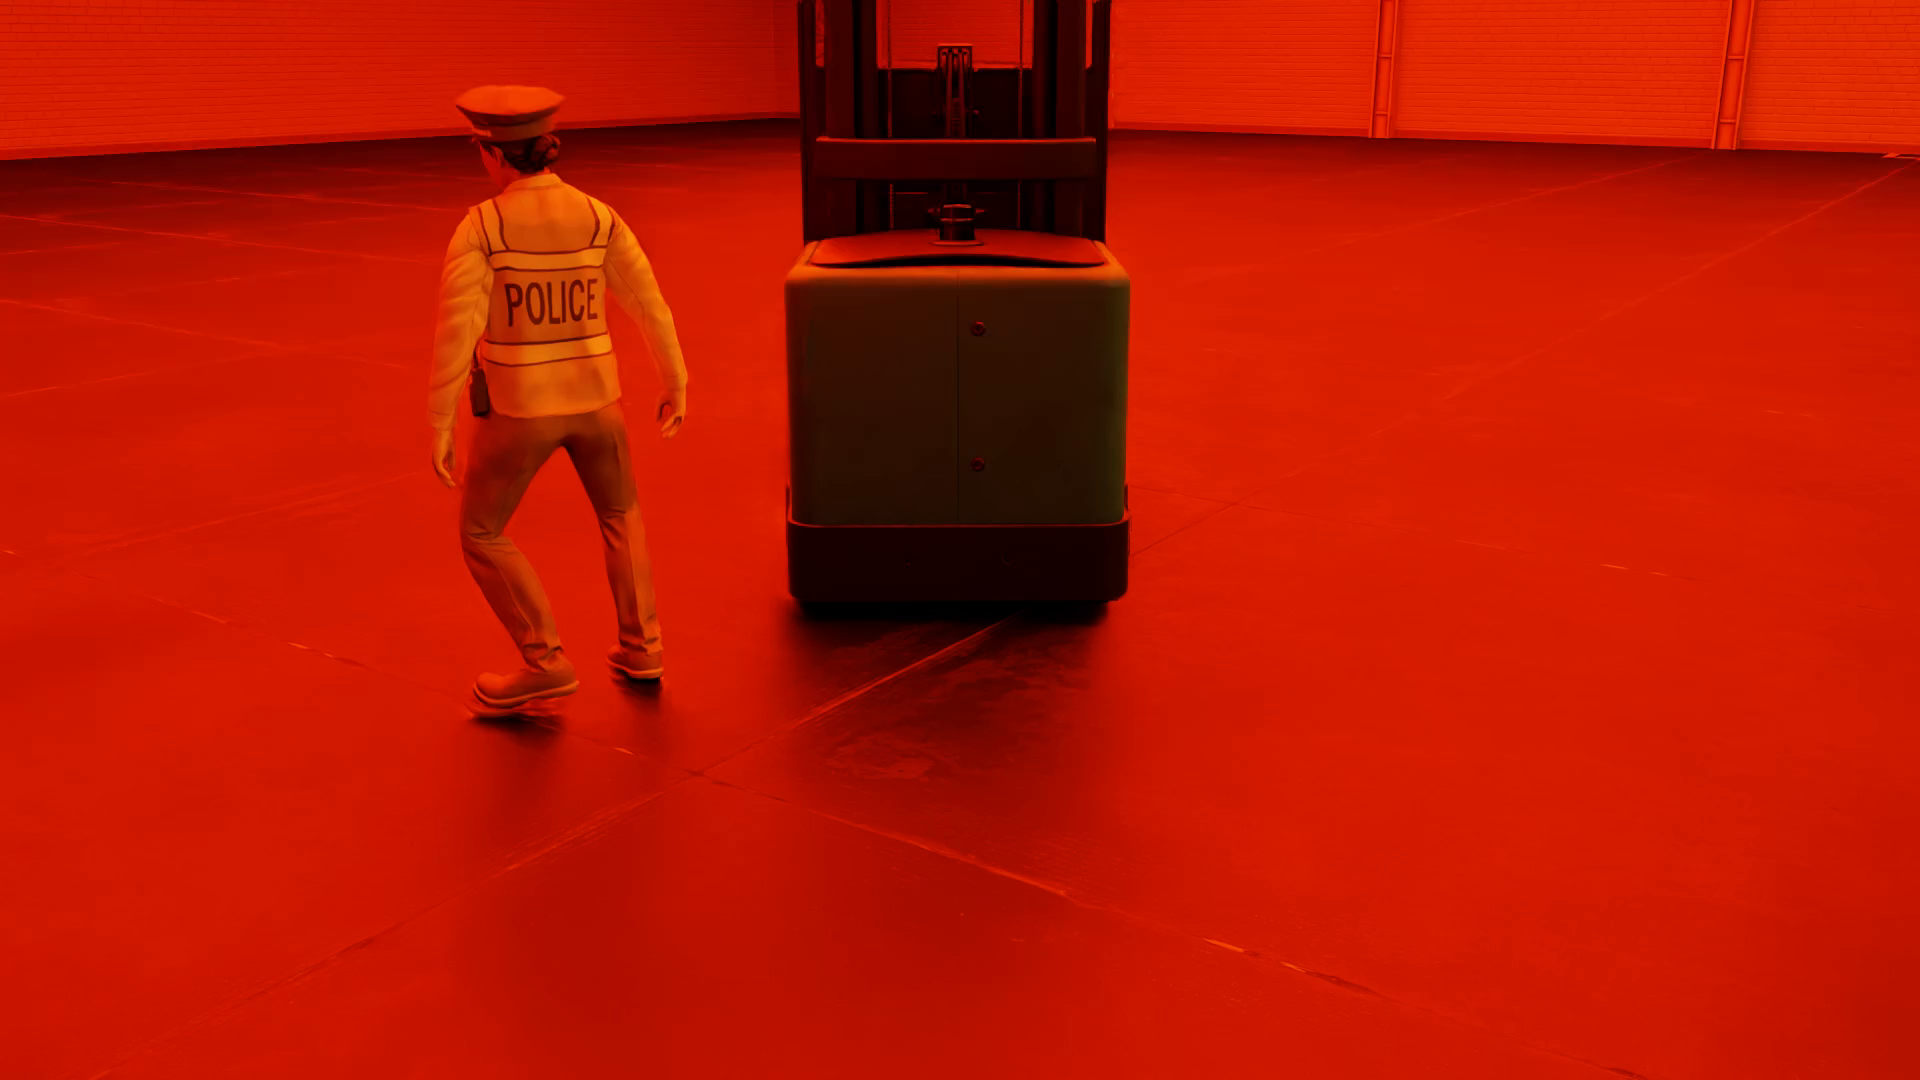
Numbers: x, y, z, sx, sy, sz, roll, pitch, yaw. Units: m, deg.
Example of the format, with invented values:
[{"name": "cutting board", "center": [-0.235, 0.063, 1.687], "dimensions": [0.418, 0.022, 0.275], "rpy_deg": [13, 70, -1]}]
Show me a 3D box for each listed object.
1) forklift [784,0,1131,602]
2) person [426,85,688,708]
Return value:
[{"name": "forklift", "center": [-0.025, -1.582, 6.122], "dimensions": [1.130, 2.935, 3.031], "rpy_deg": [0, 17, -1]}, {"name": "person", "center": [-1.051, -0.355, 4.370], "dimensions": [0.716, 1.620, 0.397], "rpy_deg": [-10, 19, -29]}]
